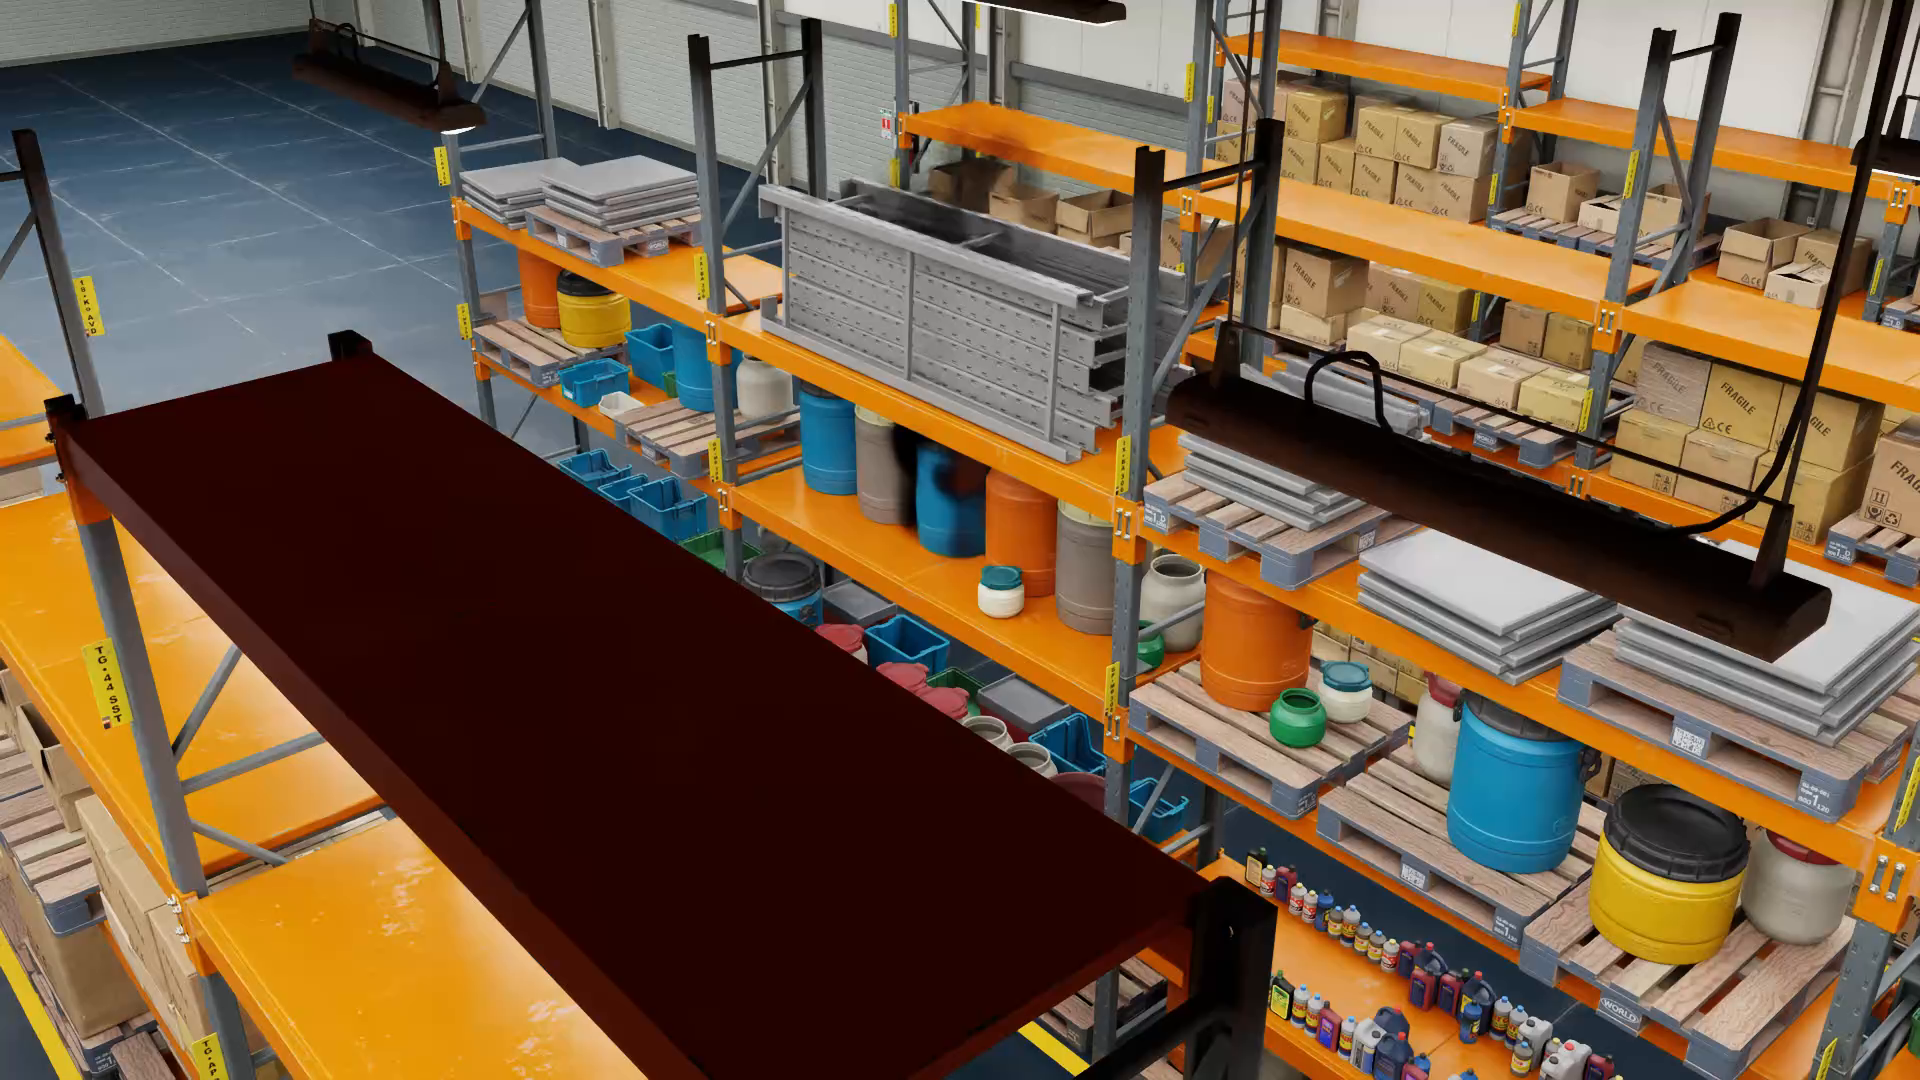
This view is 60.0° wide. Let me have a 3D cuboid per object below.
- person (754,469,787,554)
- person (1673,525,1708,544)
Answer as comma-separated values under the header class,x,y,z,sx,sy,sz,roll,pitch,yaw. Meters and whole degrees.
class,x,y,z,sx,sy,sz,roll,pitch,yaw
person,-1.748,-0.140,16.037,0.540,1.667,0.642,18,32,32
person,6.227,0.593,14.403,0.850,1.793,0.703,24,35,38
